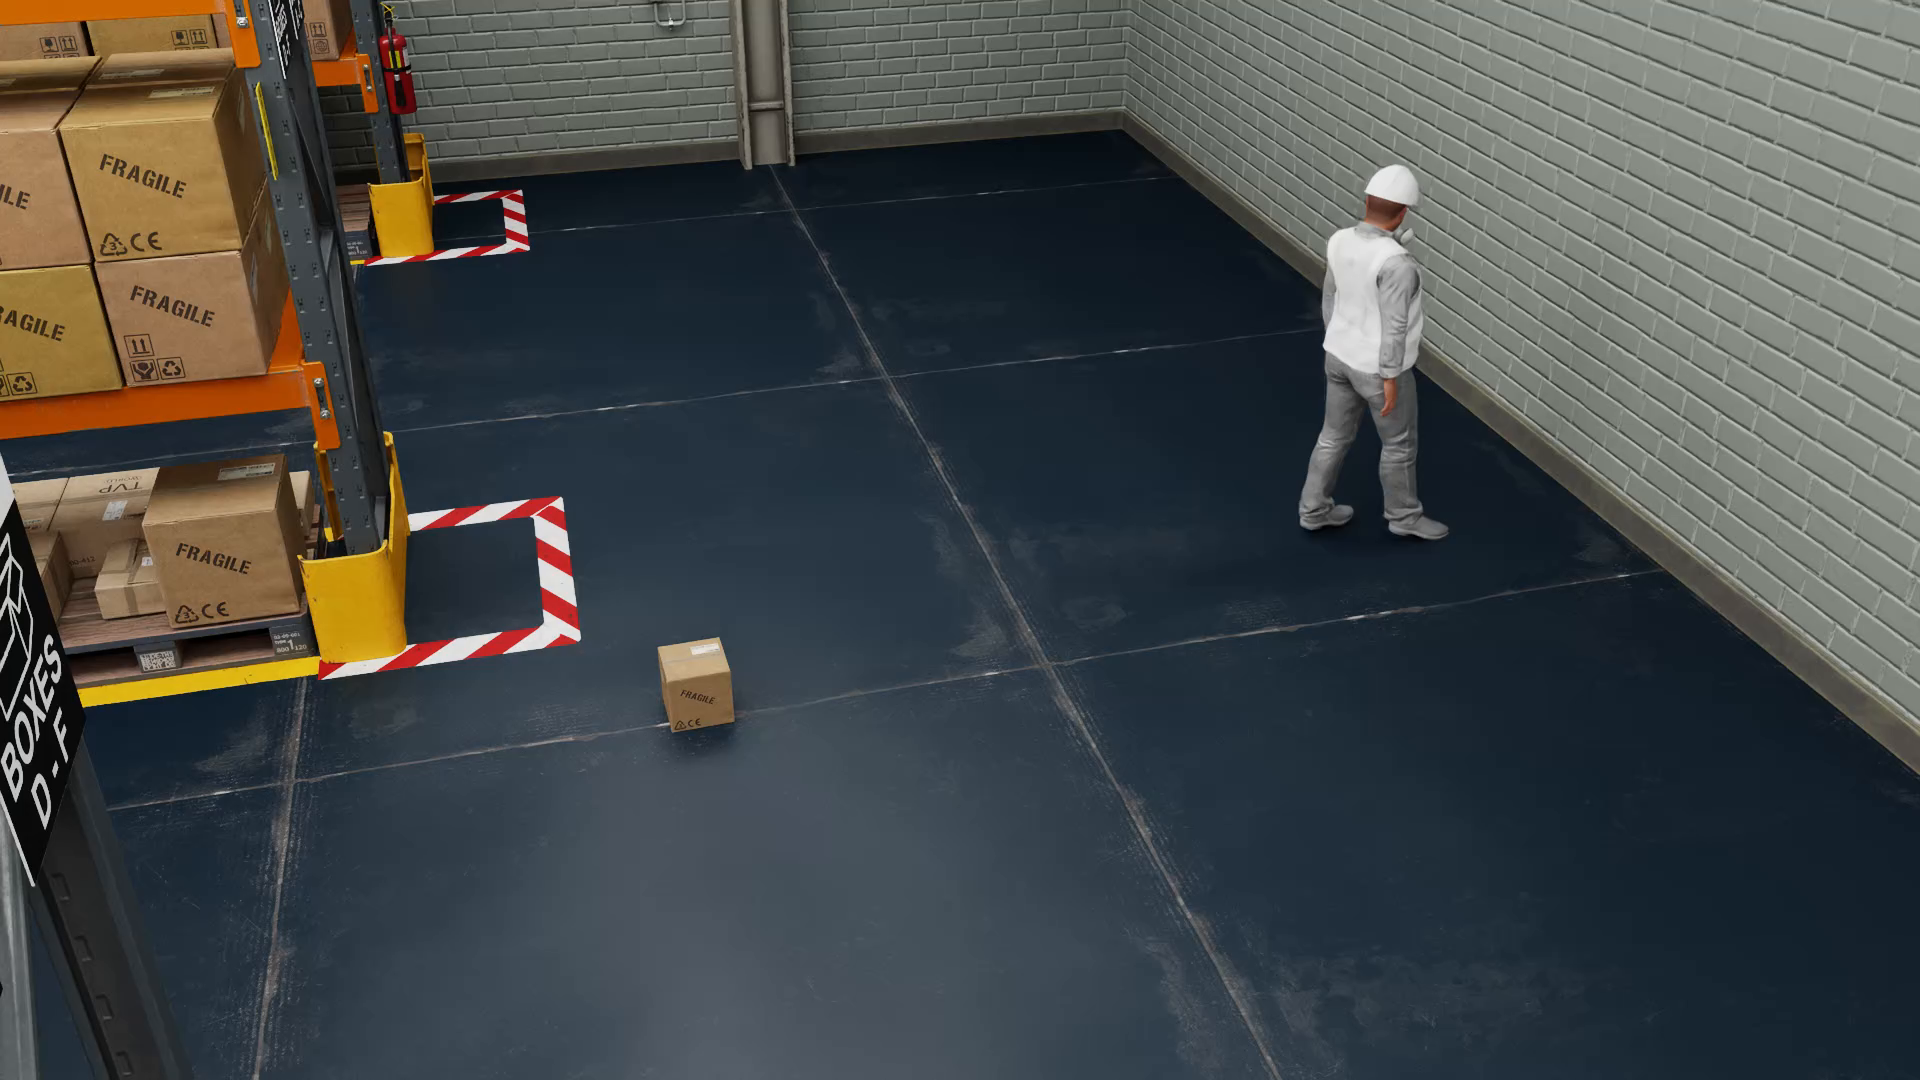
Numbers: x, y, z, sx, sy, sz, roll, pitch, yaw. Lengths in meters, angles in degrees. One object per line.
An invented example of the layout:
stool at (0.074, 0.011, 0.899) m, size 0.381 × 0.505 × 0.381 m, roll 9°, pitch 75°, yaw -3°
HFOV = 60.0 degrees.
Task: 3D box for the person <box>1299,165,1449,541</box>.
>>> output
person at (1.925, -0.836, 7.529) m, size 0.642 × 1.771 × 0.571 m, roll -14°, pitch 33°, yaw -23°
